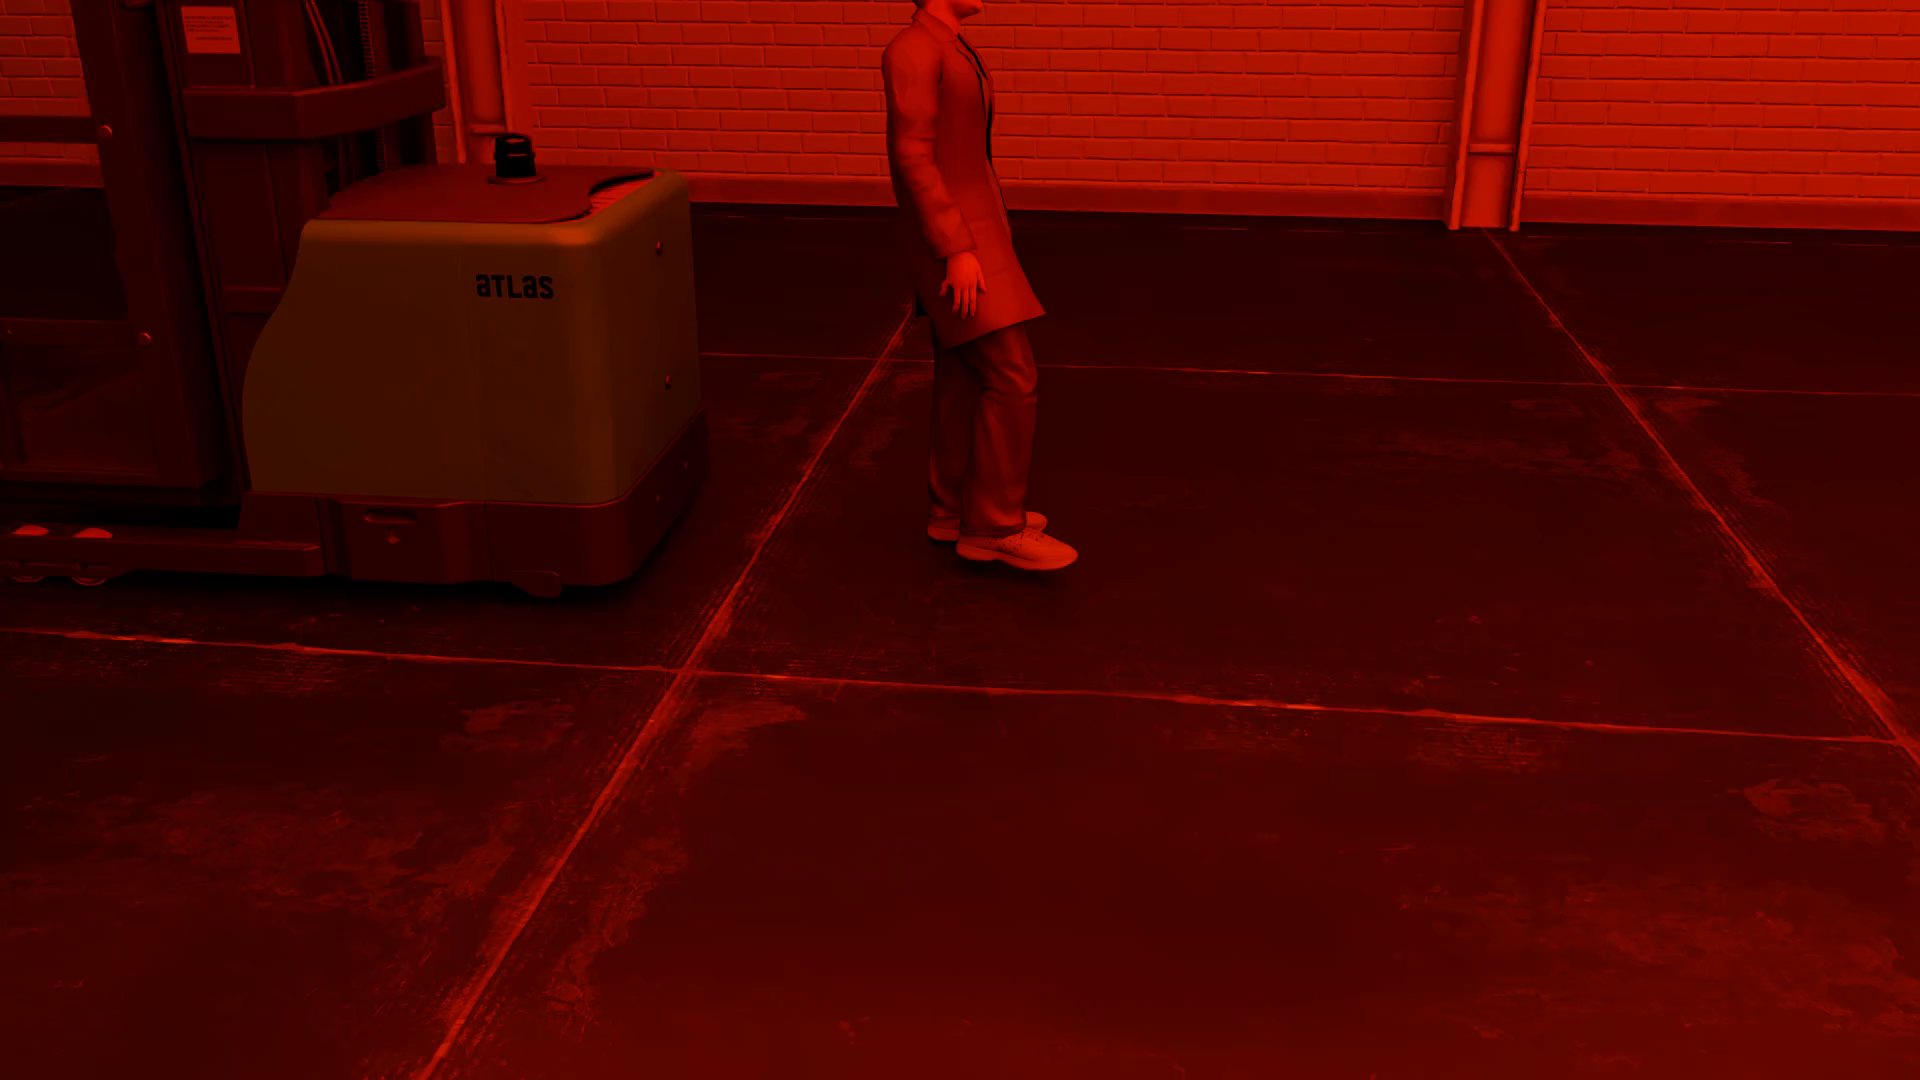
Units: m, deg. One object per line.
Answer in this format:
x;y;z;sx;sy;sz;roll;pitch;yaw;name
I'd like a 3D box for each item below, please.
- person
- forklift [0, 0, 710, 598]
0.091;-0.826;4.828;0.580;1.778;0.696;3;22;7;person
-2.385;-1.418;4.775;3.031;2.935;1.130;2;22;6;forklift
